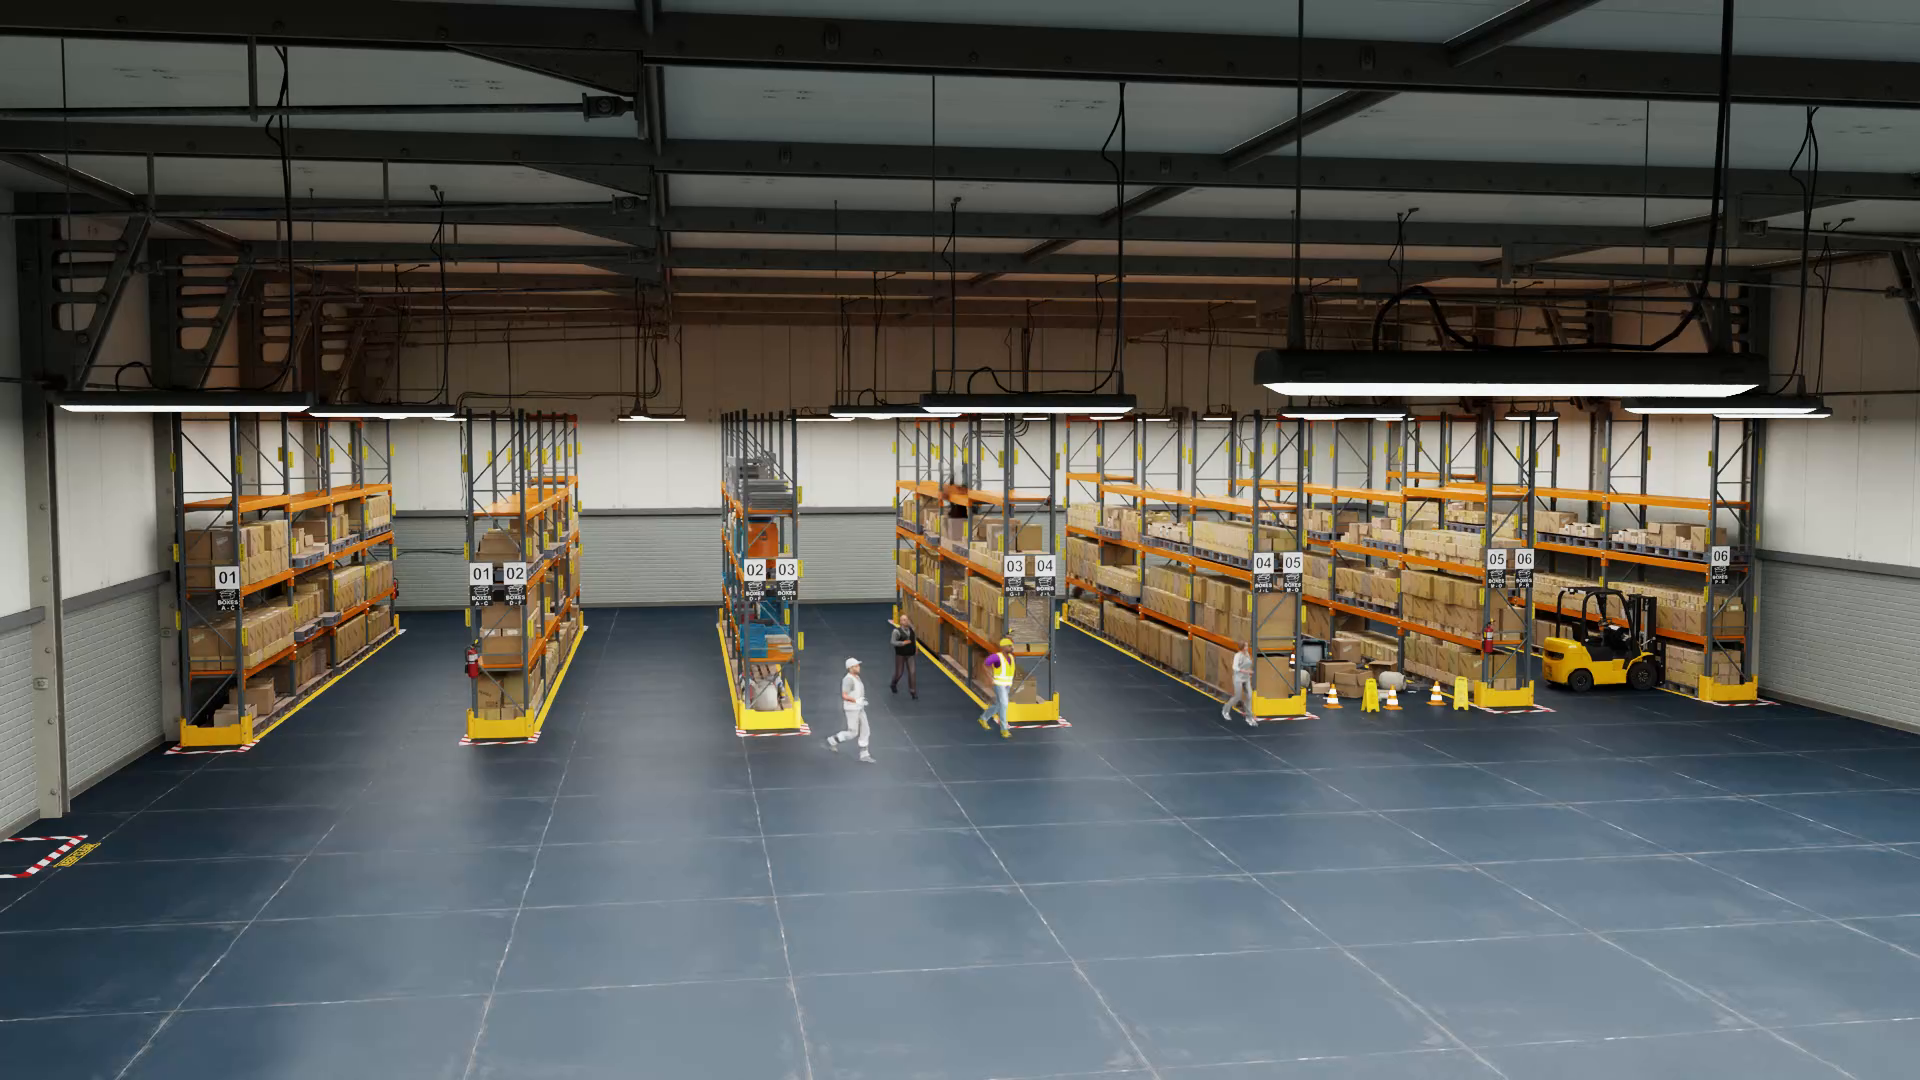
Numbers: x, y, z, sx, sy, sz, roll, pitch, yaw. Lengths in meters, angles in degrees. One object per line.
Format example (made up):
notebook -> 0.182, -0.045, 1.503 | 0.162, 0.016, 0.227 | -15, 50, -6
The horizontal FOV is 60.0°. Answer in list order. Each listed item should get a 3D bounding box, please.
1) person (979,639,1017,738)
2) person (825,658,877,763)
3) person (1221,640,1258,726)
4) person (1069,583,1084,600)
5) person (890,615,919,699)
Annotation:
person -> 0.771, 2.714, 30.809 | 0.895, 1.785, 0.730 | 3, 5, 39
person -> -1.833, 2.882, 28.143 | 0.899, 1.783, 0.656 | 1, 4, 15
person -> 5.359, 2.707, 31.754 | 0.561, 1.624, 0.777 | -4, 5, -43
person -> 3.601, 1.392, 49.916 | 0.752, 1.749, 0.767 | 2, 4, 28
person -> -1.148, 2.422, 34.696 | 0.656, 1.706, 0.971 | -2, 4, -26
